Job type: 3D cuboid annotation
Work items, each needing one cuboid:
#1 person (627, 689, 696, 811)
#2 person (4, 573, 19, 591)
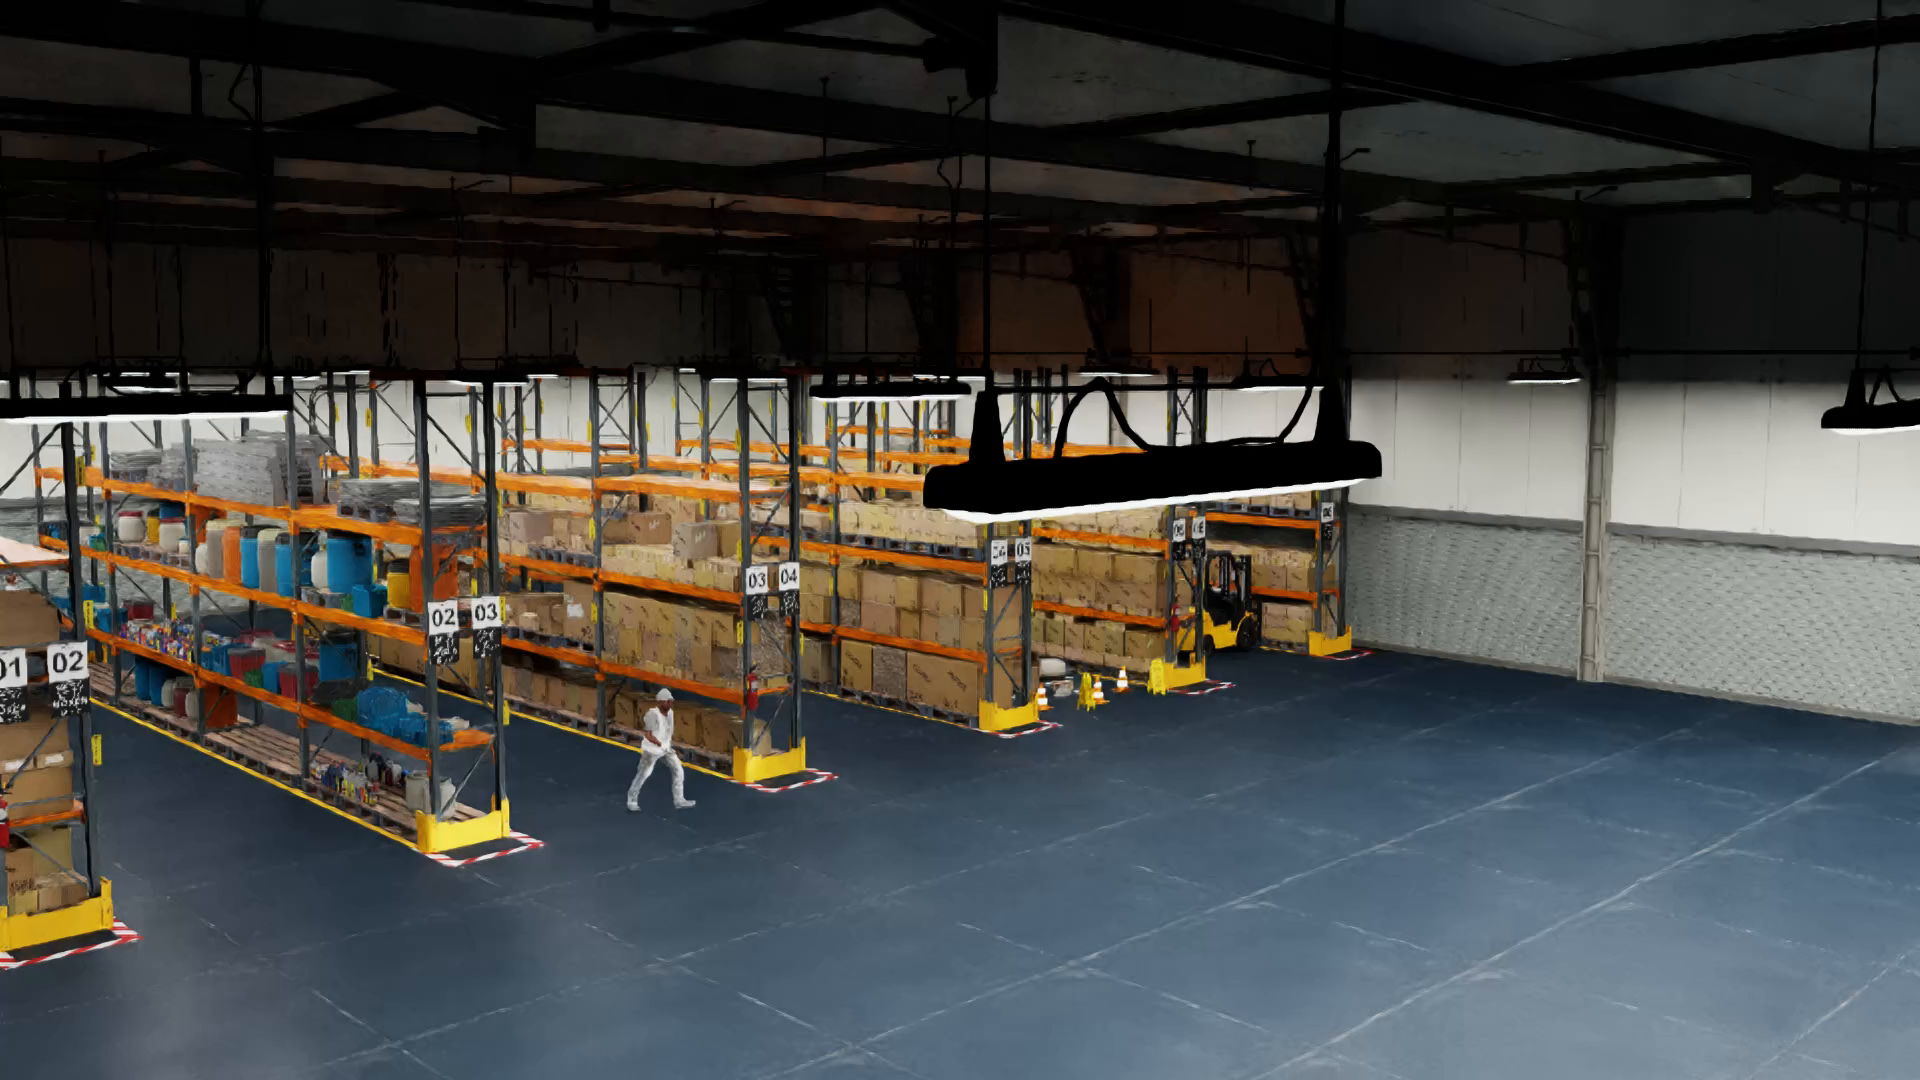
[{"bbox_3d":[-4.173,2.884,22.957,0.849,1.718,0.701,4,7,29],"label":"person"},{"bbox_3d":[-20.461,1.523,35.743,0.442,1.578,0.590,0,6,-4],"label":"person"}]
